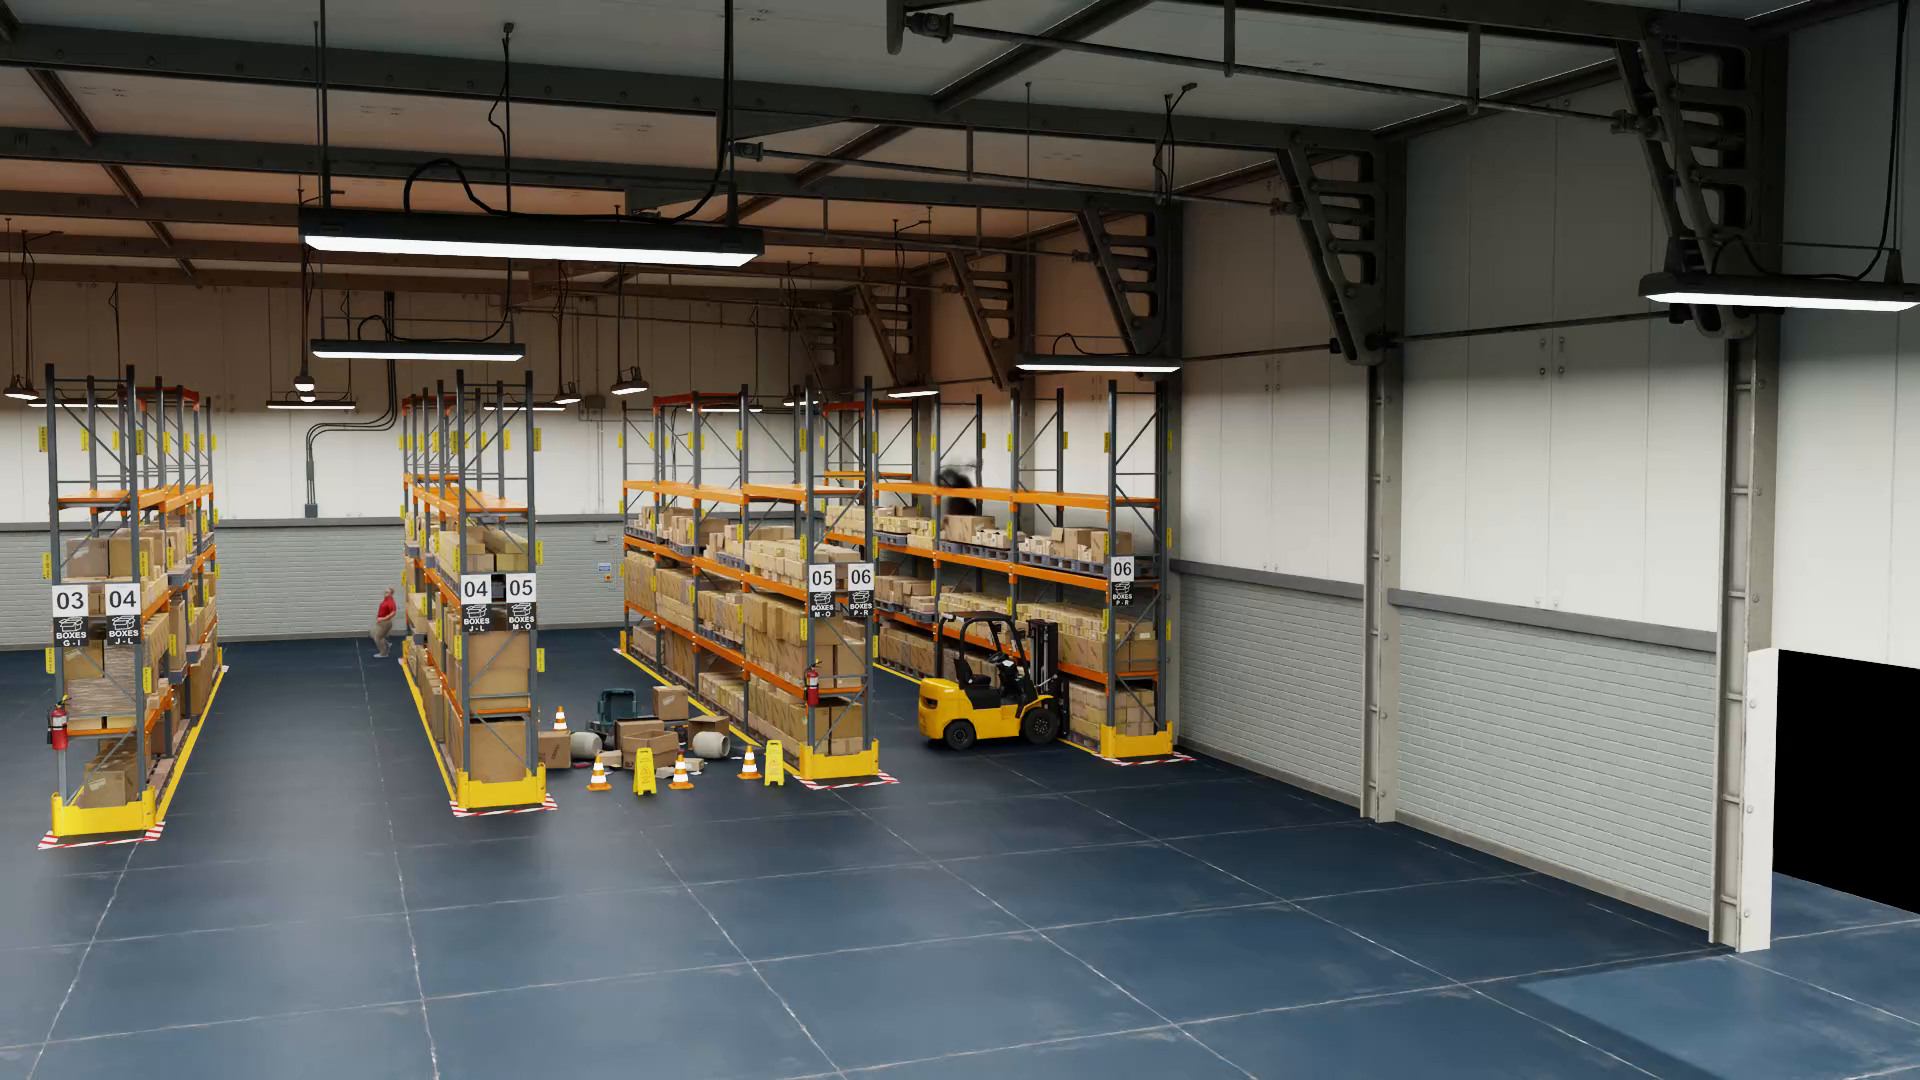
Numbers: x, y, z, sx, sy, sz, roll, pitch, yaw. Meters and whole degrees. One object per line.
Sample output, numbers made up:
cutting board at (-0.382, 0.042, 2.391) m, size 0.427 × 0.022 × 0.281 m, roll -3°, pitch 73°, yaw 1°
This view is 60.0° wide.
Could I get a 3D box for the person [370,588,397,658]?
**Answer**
person at (-13.403, 1.923, 38.620) m, size 0.542 × 1.640 × 0.748 m, roll -2°, pitch 4°, yaw -26°
